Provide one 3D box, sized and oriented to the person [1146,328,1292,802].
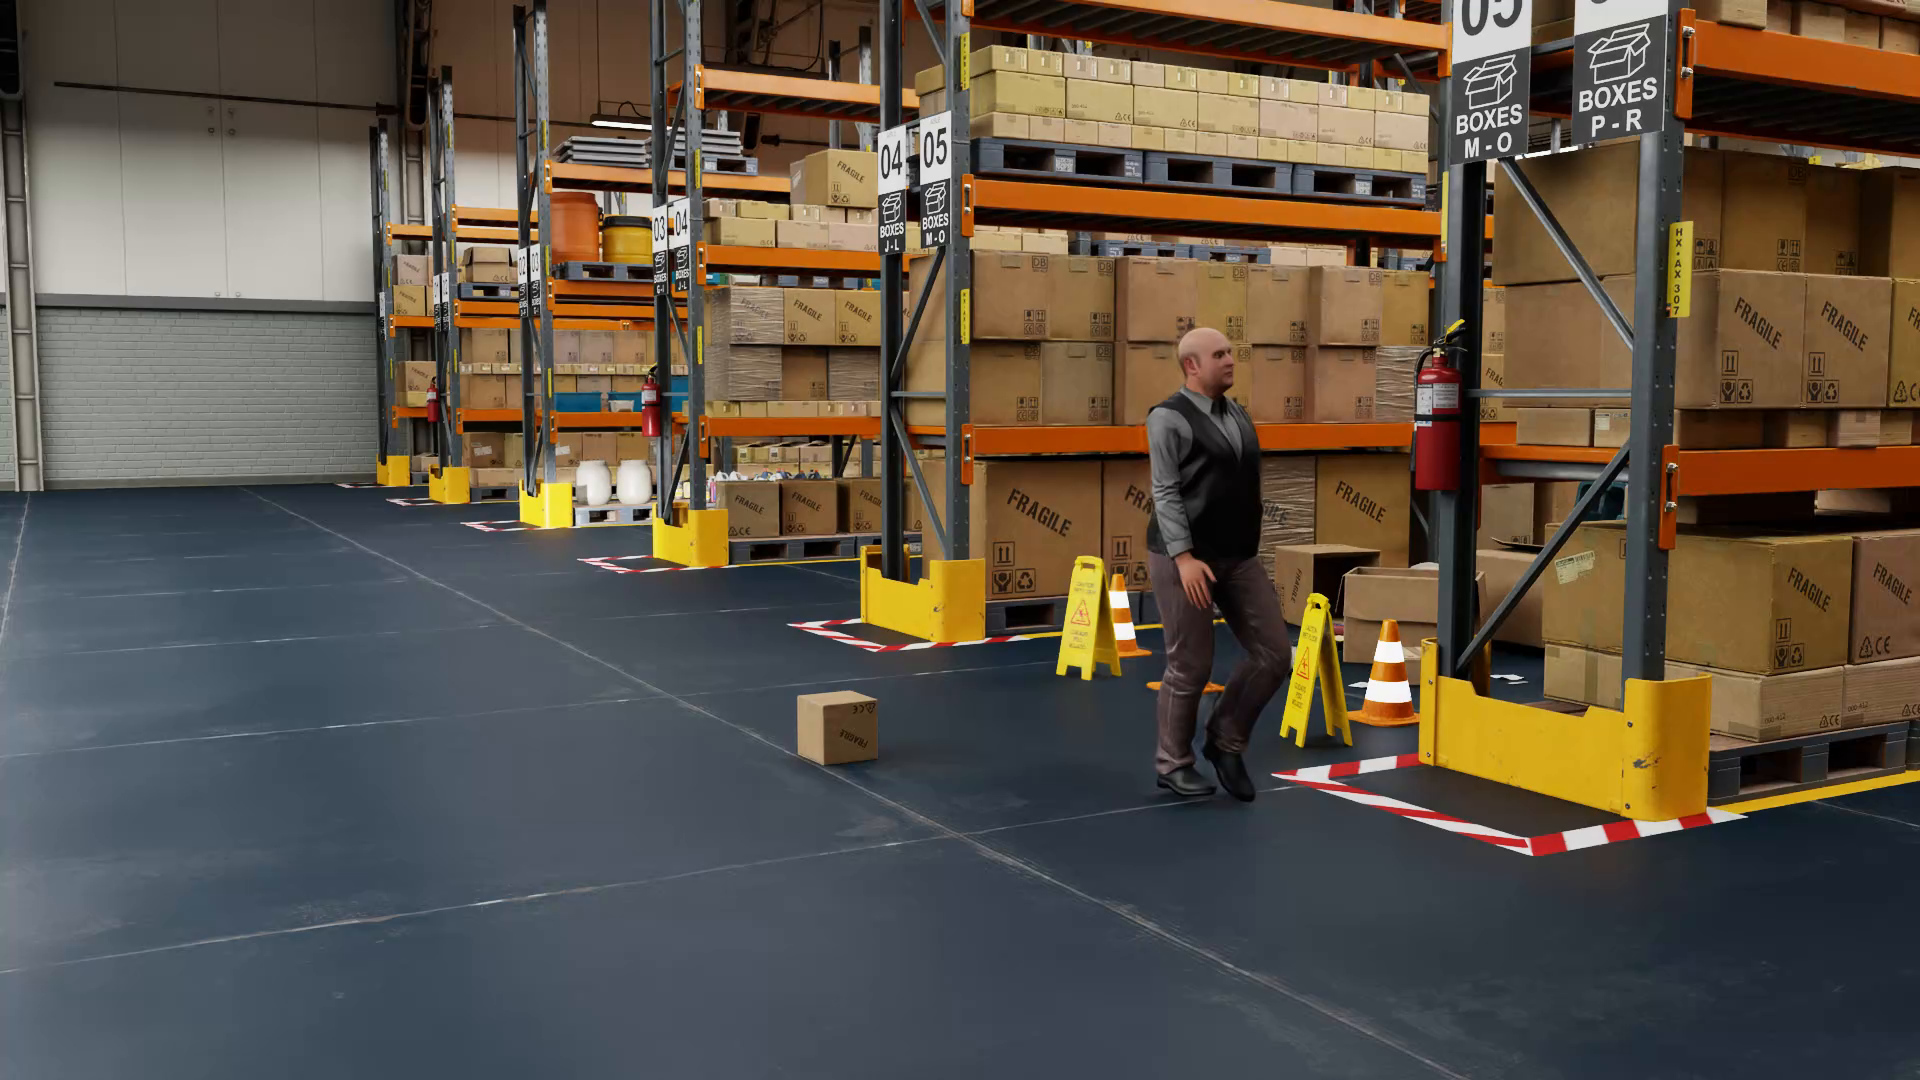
[{"bbox_3d":[0.917,0.108,6.075,0.546,1.755,0.483,-4,6,-36],"label":"person"}]
